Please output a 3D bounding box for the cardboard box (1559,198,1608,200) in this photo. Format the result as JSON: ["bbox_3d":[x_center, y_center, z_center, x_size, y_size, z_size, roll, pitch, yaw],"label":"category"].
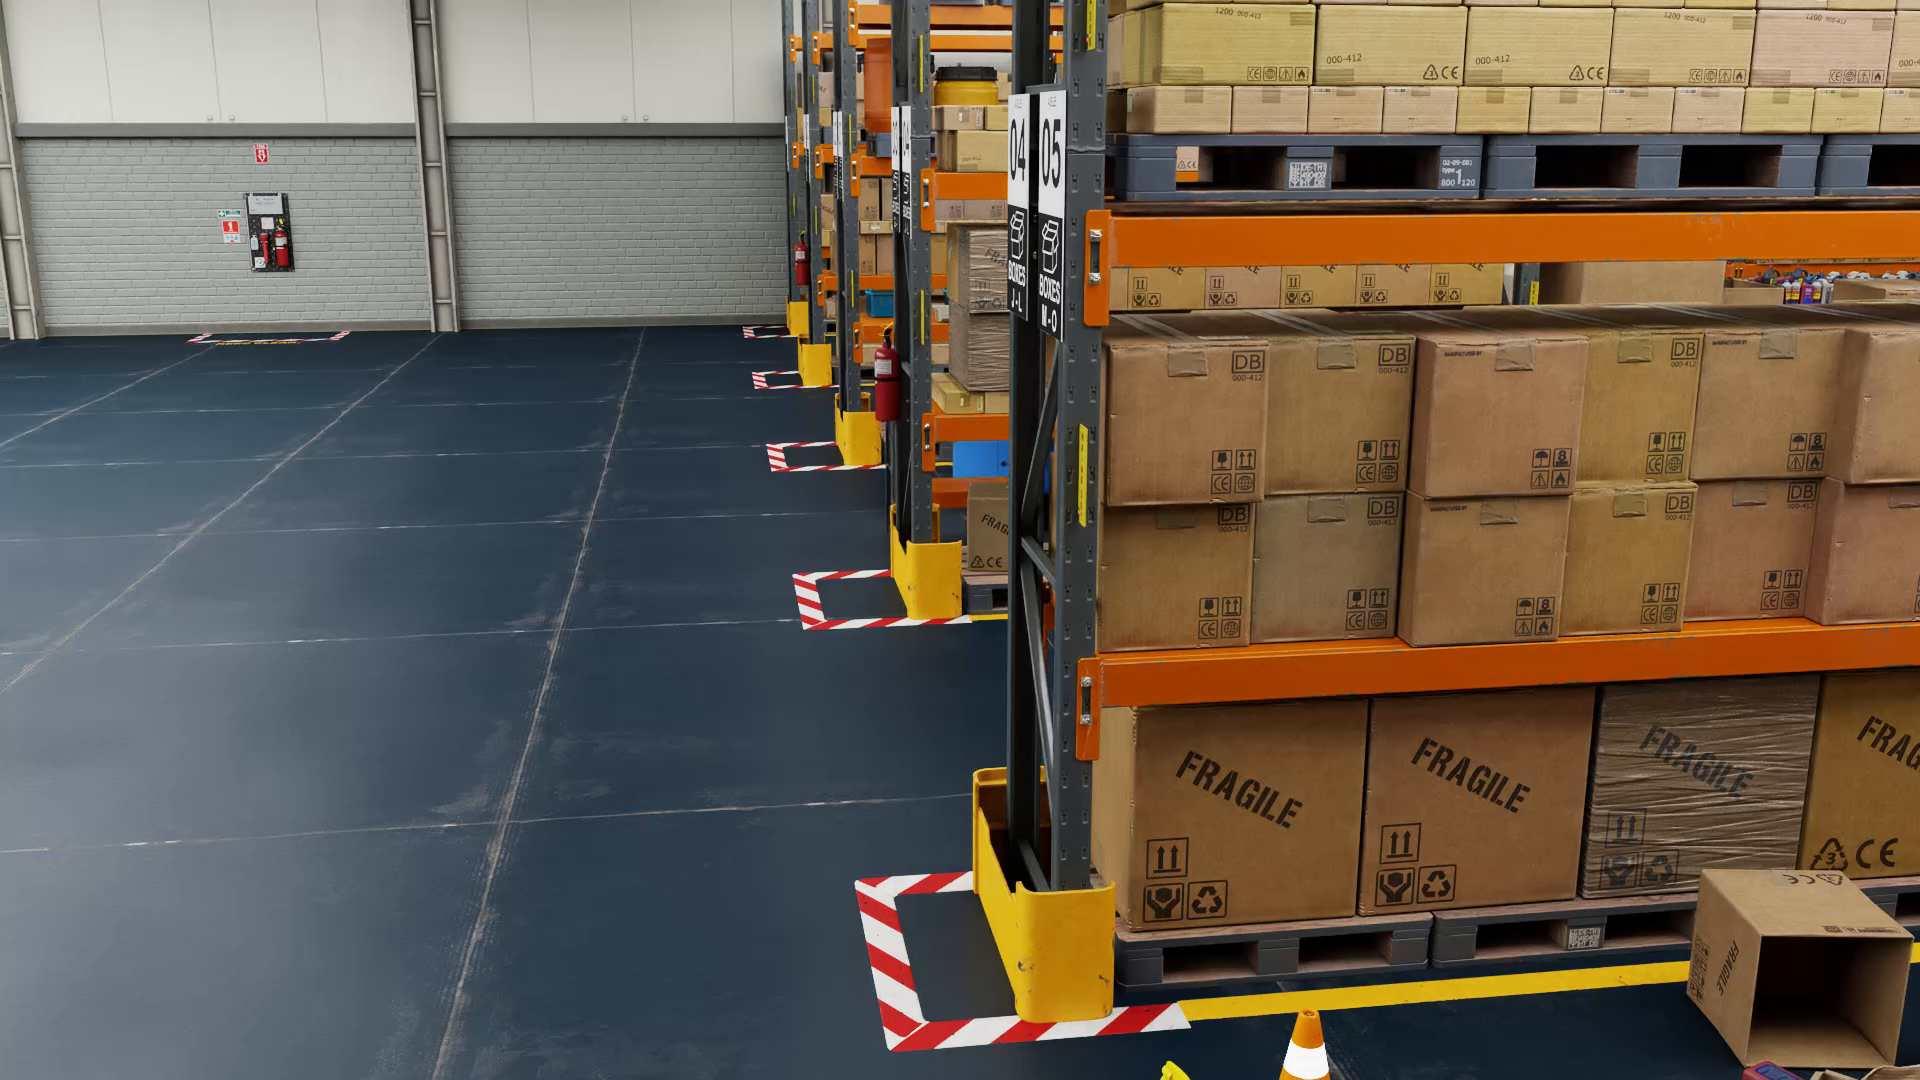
[{"bbox_3d":[9.878,-5.254,26.889,0.700,0.700,0.980,-2,14,-7],"label":"cardboard box"}]

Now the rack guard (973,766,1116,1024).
[{"bbox_3d":[0.302,1.327,6.405,0.348,0.500,1.175,-2,14,-8],"label":"rack guard"}]

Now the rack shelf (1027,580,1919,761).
[{"bbox_3d":[2.303,0.390,6.481,4.000,0.370,1.077,-2,14,-8],"label":"rack shelf"}]

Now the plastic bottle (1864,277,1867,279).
[{"bbox_3d":[9.214,-2.540,16.947,0.097,0.271,0.097,0,14,0],"label":"plastic bottle"}]

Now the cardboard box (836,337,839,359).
[{"bbox_3d":[-1.299,-2.427,21.022,0.500,0.250,0.500,-2,14,-8],"label":"cardboard box"}]

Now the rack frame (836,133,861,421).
[{"bbox_3d":[-1.051,-2.275,15.626,0.127,3.000,1.000,-2,14,-8],"label":"rack frame"}]

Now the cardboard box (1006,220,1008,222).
[{"bbox_3d":[0.677,-3.868,20.438,0.250,0.149,0.380,-2,14,-7],"label":"cardboard box"}]

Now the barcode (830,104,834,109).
[{"bbox_3d":[-1.559,-5.330,20.449,0.075,0.075,0.001,-2,14,-8],"label":"barcode"}]

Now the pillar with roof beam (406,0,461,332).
[{"bbox_3d":[-7.255,-6.548,20.334,0.400,9.000,9.100,-2,14,-8],"label":"pillar with roof beam"}]

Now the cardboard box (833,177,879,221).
[{"bbox_3d":[-1.269,-4.160,20.271,0.500,0.500,0.700,-2,14,-8],"label":"cardboard box"}]

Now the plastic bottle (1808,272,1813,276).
[{"bbox_3d":[8.941,-2.679,17.503,0.097,0.271,0.097,0,14,0],"label":"plastic bottle"}]

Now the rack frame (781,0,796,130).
[{"bbox_3d":[-2.527,-7.568,24.399,0.127,3.000,1.000,-2,14,-8],"label":"rack frame"}]

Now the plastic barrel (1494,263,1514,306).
[{"bbox_3d":[5.458,-2.515,16.355,0.421,0.512,0.421,0,14,0],"label":"plastic barrel"}]

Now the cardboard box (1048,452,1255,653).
[{"bbox_3d":[0.686,0.016,6.183,0.550,0.550,0.875,-2,14,-8],"label":"cardboard box"}]

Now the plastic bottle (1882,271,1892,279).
[{"bbox_3d":[9.820,-2.711,17.631,0.097,0.271,0.097,0,14,0],"label":"plastic bottle"}]

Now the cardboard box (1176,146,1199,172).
[{"bbox_3d":[1.201,-2.458,10.499,0.500,0.250,0.500,-2,14,-9],"label":"cardboard box"}]

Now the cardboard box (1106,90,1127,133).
[{"bbox_3d":[0.604,-1.566,6.080,0.250,0.149,0.380,-2,14,-8],"label":"cardboard box"}]

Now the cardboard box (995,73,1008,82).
[{"bbox_3d":[0.430,-6.695,24.783,0.500,0.500,0.500,-1,14,-5],"label":"cardboard box"}]

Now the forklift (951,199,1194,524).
[{"bbox_3d":[1.243,-1.829,13.989,1.130,2.935,3.031,11,18,38],"label":"forklift"}]

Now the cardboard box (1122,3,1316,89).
[{"bbox_3d":[0.841,-1.621,5.481,0.500,0.250,0.500,-2,14,-8],"label":"cardboard box"}]

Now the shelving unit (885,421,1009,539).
[{"bbox_3d":[-0.016,-0.540,12.563,1.048,1.125,0.538,-2,14,-7],"label":"shelving unit"}]

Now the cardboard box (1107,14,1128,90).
[{"bbox_3d":[0.768,-1.750,5.997,0.500,0.250,0.500,-2,14,-8],"label":"cardboard box"}]

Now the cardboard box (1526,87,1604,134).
[{"bbox_3d":[1.960,-1.453,5.631,0.250,0.149,0.380,-2,14,-9],"label":"cardboard box"}]

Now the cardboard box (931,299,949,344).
[{"bbox_3d":[-0.235,-2.706,20.593,0.500,0.500,0.500,-2,14,-8],"label":"cardboard box"}]

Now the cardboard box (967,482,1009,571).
[{"bbox_3d":[0.307,-0.093,11.203,0.500,0.500,0.500,1,14,2],"label":"cardboard box"}]

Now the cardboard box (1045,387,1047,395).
[{"bbox_3d":[0.504,-0.925,10.758,0.250,0.149,0.380,-2,14,-8],"label":"cardboard box"}]

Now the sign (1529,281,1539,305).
[{"bbox_3d":[3.731,-1.518,10.829,0.005,0.325,0.100,-2,14,-8],"label":"sign"}]

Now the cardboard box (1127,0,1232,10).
[{"bbox_3d":[0.703,-1.794,5.352,0.250,0.149,0.380,-2,14,-8],"label":"cardboard box"}]

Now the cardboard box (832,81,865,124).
[{"bbox_3d":[-1.216,-5.263,20.011,0.637,0.503,0.797,-1,14,-4],"label":"cardboard box"}]

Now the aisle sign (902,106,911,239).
[{"bbox_3d":[-0.330,-2.270,10.263,0.004,0.787,0.394,-2,14,-8],"label":"aisle sign"}]

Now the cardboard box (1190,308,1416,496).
[{"bbox_3d":[1.229,-0.530,6.139,0.550,0.550,0.875,-2,14,-8],"label":"cardboard box"}]

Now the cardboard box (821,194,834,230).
[{"bbox_3d":[-2.010,-4.904,24.834,0.500,0.500,0.500,-2,14,-8],"label":"cardboard box"}]

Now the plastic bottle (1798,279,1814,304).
[{"bbox_3d":[8.485,-2.477,16.672,0.133,0.283,0.061,-2,14,-8],"label":"plastic bottle"}]

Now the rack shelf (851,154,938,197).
[{"bbox_3d":[0.927,-3.453,15.638,4.000,0.370,1.077,-2,14,-8],"label":"rack shelf"}]

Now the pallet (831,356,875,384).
[{"bbox_3d":[-1.035,-2.152,20.868,1.213,0.211,1.003,-2,14,-8],"label":"pallet"}]

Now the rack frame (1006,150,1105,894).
[{"bbox_3d":[0.326,0.113,6.104,0.127,3.000,1.000,-2,14,-8],"label":"rack frame"}]

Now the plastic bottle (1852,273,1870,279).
[{"bbox_3d":[9.408,-2.654,17.394,0.135,0.276,0.152,-2,14,-8],"label":"plastic bottle"}]

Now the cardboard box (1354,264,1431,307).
[{"bbox_3d":[2.744,-1.805,10.881,0.500,0.500,0.500,-2,14,-8],"label":"cardboard box"}]

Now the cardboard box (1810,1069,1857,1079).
[{"bbox_3d":[2.523,1.838,4.357,0.797,0.503,0.637,12,18,40],"label":"cardboard box"}]

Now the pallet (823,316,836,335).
[{"bbox_3d":[-1.643,-3.329,25.562,1.213,0.211,1.003,-2,14,-8],"label":"pallet"}]

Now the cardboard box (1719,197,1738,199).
[{"bbox_3d":[10.542,-4.515,22.300,0.500,0.500,0.500,-2,14,-8],"label":"cardboard box"}]

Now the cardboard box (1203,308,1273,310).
[{"bbox_3d":[1.708,-1.360,11.160,0.500,0.500,0.875,-2,14,-8],"label":"cardboard box"}]

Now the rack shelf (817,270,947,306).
[{"bbox_3d":[0.192,-3.190,20.754,4.000,0.370,1.077,-2,14,-8],"label":"rack shelf"}]

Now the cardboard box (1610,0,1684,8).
[{"bbox_3d":[2.213,-1.850,5.572,0.250,0.149,0.380,-2,14,-7],"label":"cardboard box"}]

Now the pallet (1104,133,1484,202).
[{"bbox_3d":[1.058,-1.328,5.867,1.213,0.211,1.003,-2,14,-8],"label":"pallet"}]

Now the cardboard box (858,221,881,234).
[{"bbox_3d":[-1.105,-3.802,20.178,0.250,0.149,0.380,-2,14,-10],"label":"cardboard box"}]
